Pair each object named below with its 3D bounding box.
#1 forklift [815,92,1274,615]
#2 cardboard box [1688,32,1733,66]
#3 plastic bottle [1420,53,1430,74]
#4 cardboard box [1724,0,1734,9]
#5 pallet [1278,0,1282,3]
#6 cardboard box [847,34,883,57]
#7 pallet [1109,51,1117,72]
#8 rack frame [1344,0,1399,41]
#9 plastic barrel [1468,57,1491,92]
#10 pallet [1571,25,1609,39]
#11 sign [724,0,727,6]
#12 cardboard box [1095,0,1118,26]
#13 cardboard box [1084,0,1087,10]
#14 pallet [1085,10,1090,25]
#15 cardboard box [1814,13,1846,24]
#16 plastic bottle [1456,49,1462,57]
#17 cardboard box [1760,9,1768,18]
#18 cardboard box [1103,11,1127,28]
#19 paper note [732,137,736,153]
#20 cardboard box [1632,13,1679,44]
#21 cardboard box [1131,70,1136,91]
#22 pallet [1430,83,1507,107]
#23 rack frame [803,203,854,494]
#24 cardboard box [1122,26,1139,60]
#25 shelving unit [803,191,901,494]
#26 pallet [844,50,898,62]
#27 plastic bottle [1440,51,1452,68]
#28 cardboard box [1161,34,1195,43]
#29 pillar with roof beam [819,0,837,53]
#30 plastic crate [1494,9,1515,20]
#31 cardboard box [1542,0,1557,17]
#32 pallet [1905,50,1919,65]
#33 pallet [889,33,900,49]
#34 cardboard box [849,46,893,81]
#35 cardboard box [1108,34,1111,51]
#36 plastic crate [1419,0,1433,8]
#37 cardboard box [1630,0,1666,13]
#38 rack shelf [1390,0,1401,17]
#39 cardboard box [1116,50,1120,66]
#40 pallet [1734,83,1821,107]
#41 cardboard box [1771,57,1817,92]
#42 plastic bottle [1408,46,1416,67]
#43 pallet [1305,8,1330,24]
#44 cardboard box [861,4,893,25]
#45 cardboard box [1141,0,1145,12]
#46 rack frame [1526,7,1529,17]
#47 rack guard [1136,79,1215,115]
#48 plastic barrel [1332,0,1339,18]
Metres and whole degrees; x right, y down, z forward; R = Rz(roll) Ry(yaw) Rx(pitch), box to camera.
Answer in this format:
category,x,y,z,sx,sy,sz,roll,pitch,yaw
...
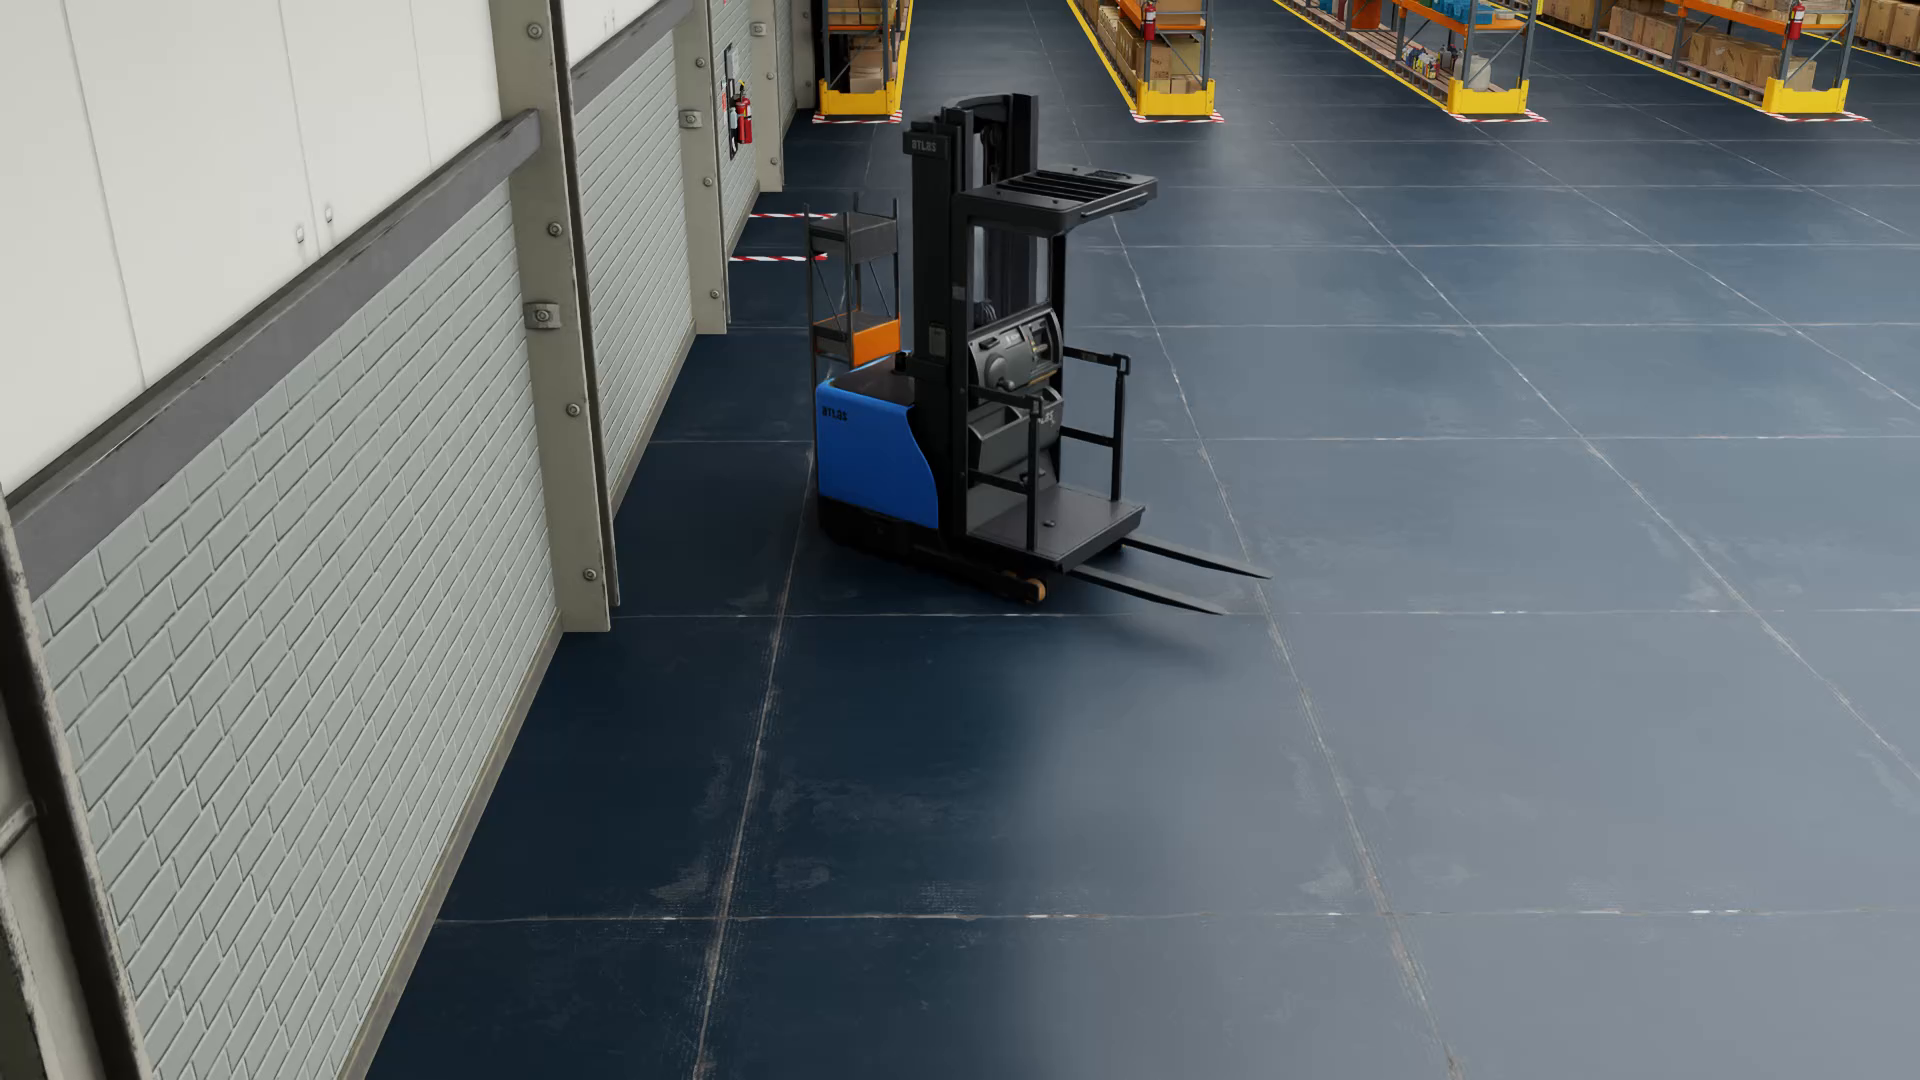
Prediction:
category,x,y,z,sx,sy,sz,roll,pitch,yaw
forklift,0.521,-1.177,10.296,3.031,2.935,1.130,17,29,33
cardboard box,13.181,-8.630,29.216,0.500,0.500,0.500,-1,24,-2
plastic bottle,7.867,-8.050,28.090,0.144,0.351,0.185,1,24,2
cardboard box,12.948,-8.921,27.639,0.380,0.149,0.250,0,24,-1
pallet,8.104,-13.055,39.859,1.003,0.211,1.213,0,24,-1
cardboard box,-1.667,-9.041,30.100,0.700,0.500,0.500,1,24,1
pallet,3.264,-8.733,30.303,1.003,0.211,1.213,0,24,-1
rack frame,8.221,-11.369,32.747,1.000,3.000,0.127,0,24,-1
plastic barrel,8.224,-7.401,26.484,0.421,0.512,0.421,0,24,0
pallet,13.240,-10.446,34.090,1.003,0.211,1.213,0,24,-1
sign,-2.516,-5.874,17.785,0.001,0.298,0.199,0,24,-1
cardboard box,3.023,-10.794,33.976,0.500,0.500,0.500,1,24,2
cardboard box,2.986,-11.858,36.327,0.500,0.500,0.500,-1,24,-3
pallet,3.271,-11.391,36.180,1.003,0.211,1.213,0,24,-1
cardboard box,13.496,-8.099,25.822,0.380,0.149,0.250,0,24,-1
plastic bottle,8.565,-8.238,28.505,0.144,0.351,0.185,0,24,-1
cardboard box,13.007,-8.406,26.500,0.380,0.149,0.250,0,24,-1
cardboard box,2.997,-9.899,31.643,0.500,0.311,0.500,-1,24,-2
paper note,-2.484,-4.347,18.291,0.016,0.148,0.142,0,24,-1
cardboard box,13.233,-9.715,31.589,0.700,0.500,0.500,2,24,4
cardboard box,3.036,-7.416,26.834,0.500,0.250,0.500,0,24,-1
pallet,8.257,-7.168,26.842,1.003,0.211,1.213,0,24,-1
rack frame,-0.883,-1.244,11.447,0.400,2.100,0.015,18,30,36
cardboard box,3.014,-8.376,28.046,0.500,0.500,0.500,0,24,-1
shelving unit,-0.727,-1.321,11.618,0.431,2.100,0.503,18,30,36
pallet,-1.652,-8.727,30.289,1.003,0.211,1.213,0,24,-1
plastic bottle,8.414,-8.326,28.791,0.152,0.276,0.135,0,24,-1
cardboard box,3.546,-7.966,27.140,0.500,0.500,0.500,0,24,-1
pillar with roof beam,1.768,-13.538,30.263,9.100,9.000,0.400,0,24,-1
plastic crate,8.620,-8.323,26.332,0.298,0.136,0.250,0,24,-1
cardboard box,13.167,-11.631,35.395,1.225,0.875,0.875,-1,24,-2
pallet,18.094,-8.771,30.386,1.003,0.211,1.213,0,24,-1
pallet,-1.679,-9.732,32.512,1.003,0.211,1.213,0,24,-1
cardboard box,-1.480,-7.912,27.604,0.700,0.500,0.500,-2,24,-4
cardboard box,3.007,-9.227,30.839,0.500,0.250,0.500,0,24,1
plastic crate,7.997,-9.064,27.907,0.450,0.188,0.662,0,24,-1
cardboard box,13.227,-10.300,31.973,0.500,0.250,0.500,2,24,5
rack shelf,8.242,-10.217,31.074,1.077,0.370,4.000,0,24,-1
cardboard box,3.013,-8.446,29.112,0.500,0.250,0.500,0,24,-1
pallet,13.286,-7.190,26.892,1.003,0.211,1.213,0,24,-1
cardboard box,13.271,-7.405,26.506,0.500,0.500,0.500,4,25,9
plastic bottle,7.858,-8.380,28.819,0.144,0.351,0.185,0,24,1
pallet,8.144,-11.429,36.263,1.003,0.211,1.213,0,24,-1
cardboard box,-1.286,-8.171,25.835,0.500,0.250,0.500,-1,24,-2
cardboard box,3.343,-8.928,27.228,0.700,0.500,0.500,0,24,1
rack frame,13.130,-13.040,36.441,1.000,3.000,0.127,0,24,-1
rack guard,3.355,-6.903,25.906,1.175,0.500,0.348,0,24,-1
plastic barrel,8.090,-11.326,35.162,0.421,0.512,0.421,0,24,0
